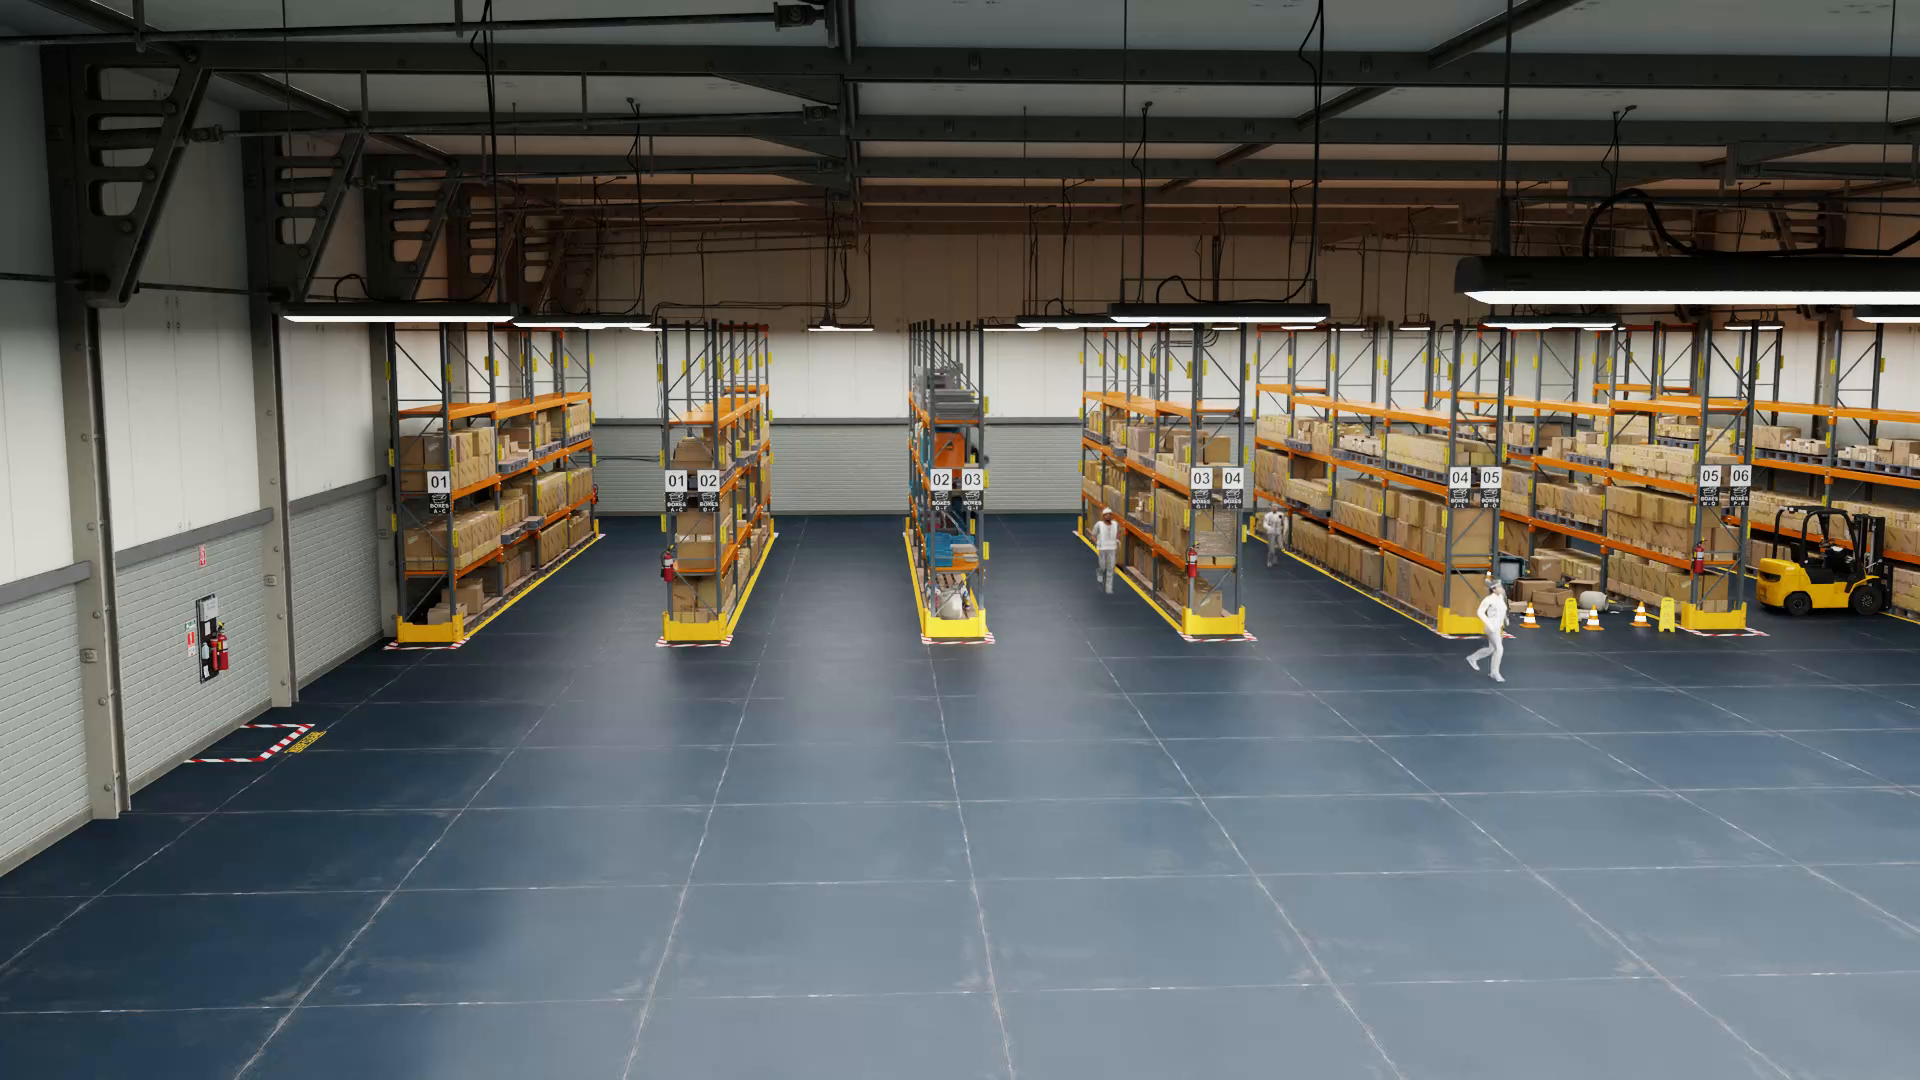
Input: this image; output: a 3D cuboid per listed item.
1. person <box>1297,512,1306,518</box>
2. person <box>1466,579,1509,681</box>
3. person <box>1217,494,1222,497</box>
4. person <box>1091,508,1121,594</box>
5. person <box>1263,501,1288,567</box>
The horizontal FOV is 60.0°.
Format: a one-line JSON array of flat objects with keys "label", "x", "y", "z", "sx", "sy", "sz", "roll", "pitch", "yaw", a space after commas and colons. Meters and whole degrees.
[{"label": "person", "x": 10.170, "y": -1.257, "z": 49.514, "sx": 0.582, "sy": 1.721, "sz": 0.688, "roll": -3, "pitch": 8, "yaw": -21}, {"label": "person", "x": 8.820, "y": 1.479, "z": 27.773, "sx": 0.727, "sy": 1.738, "sz": 0.622, "roll": 7, "pitch": 10, "yaw": 43}, {"label": "person", "x": 7.202, "y": -0.868, "z": 47.062, "sx": 0.549, "sy": 1.574, "sz": 0.660, "roll": 1, "pitch": 7, "yaw": 12}, {"label": "person", "x": 3.117, "y": 0.212, "z": 35.242, "sx": 0.682, "sy": 1.781, "sz": 0.855, "roll": -1, "pitch": 7, "yaw": -8}, {"label": "person", "x": 7.752, "y": -0.137, "z": 40.814, "sx": 0.634, "sy": 1.639, "sz": 0.729, "roll": 0, "pitch": 7, "yaw": 1}]
